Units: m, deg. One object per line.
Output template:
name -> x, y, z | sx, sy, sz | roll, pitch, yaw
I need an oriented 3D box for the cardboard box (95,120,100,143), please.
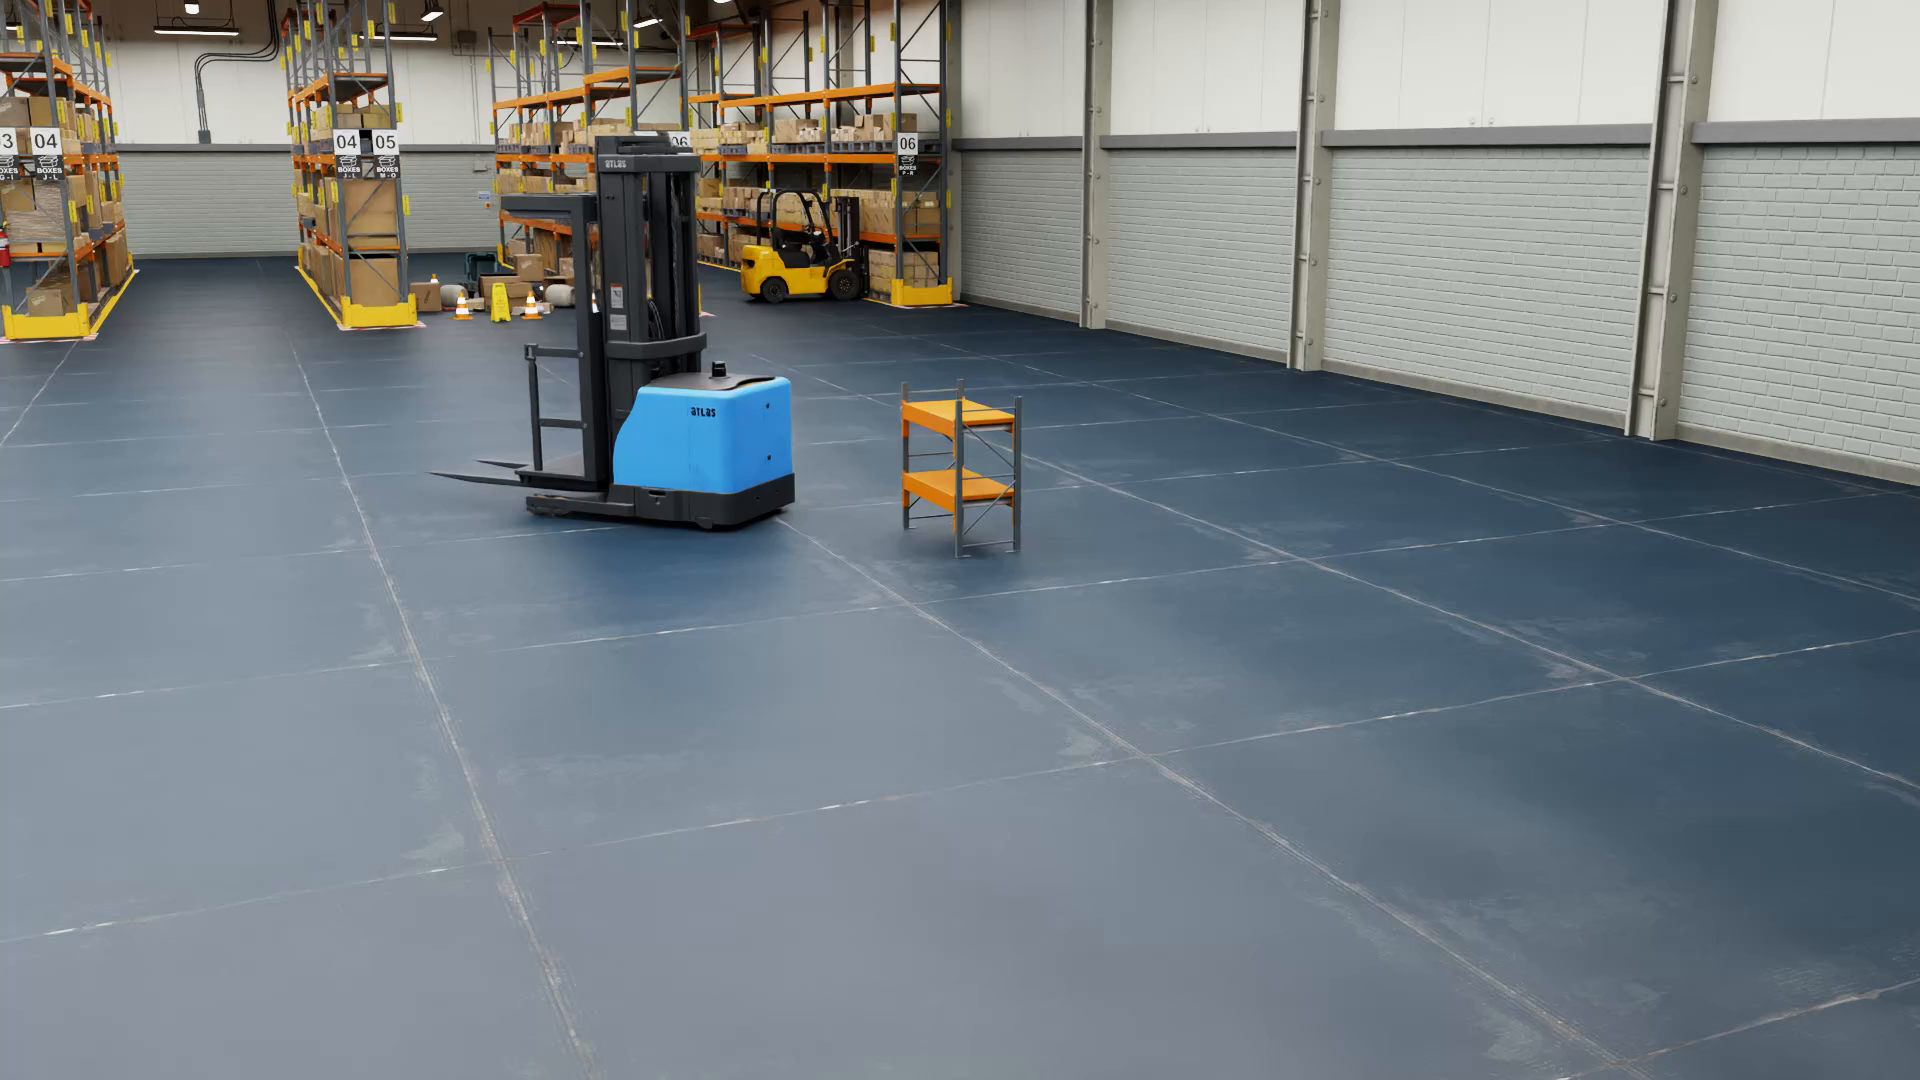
cardboard box -> -19.751, -9.173, 37.325 | 0.700, 0.500, 0.500 | -5, 14, -20

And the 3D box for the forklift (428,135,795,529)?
forklift -> -2.895, -1.706, 13.242 | 3.031, 2.935, 1.130 | 5, 14, 22

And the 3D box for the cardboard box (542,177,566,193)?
cardboard box -> -9.149, -7.935, 37.563 | 0.500, 0.500, 0.500 | -5, 14, -22

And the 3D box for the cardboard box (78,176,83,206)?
cardboard box -> -15.133, -5.895, 28.091 | 0.500, 0.500, 0.500 | -6, 14, -23

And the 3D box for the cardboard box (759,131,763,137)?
cardboard box -> -4.512, -9.546, 39.099 | 0.380, 0.149, 0.250 | -6, 14, -25

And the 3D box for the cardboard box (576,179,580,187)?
cardboard box -> -7.698, -7.369, 34.307 | 0.380, 0.149, 0.250 | -6, 14, -25

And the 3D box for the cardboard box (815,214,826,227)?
cardboard box -> -2.781, -6.841, 35.608 | 0.500, 0.250, 0.500 | -5, 14, -22

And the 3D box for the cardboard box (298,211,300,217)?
cardboard box -> -16.160, -8.067, 41.132 | 0.380, 0.149, 0.250 | -6, 14, -25

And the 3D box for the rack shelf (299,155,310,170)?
rack shelf -> -13.785, -8.267, 36.379 | 1.077, 0.370, 4.000 | -6, 14, -23

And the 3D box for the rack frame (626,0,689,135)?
rack frame -> -5.284, -8.481, 29.055 | 1.000, 3.000, 0.127 | -6, 14, -23

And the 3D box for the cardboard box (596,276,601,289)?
cardboard box -> -6.898, -5.103, 32.933 | 0.500, 0.250, 0.500 | -6, 14, -26

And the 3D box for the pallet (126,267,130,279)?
pallet -> -19.897, -6.200, 38.691 | 1.003, 0.211, 1.213 | -6, 14, -23

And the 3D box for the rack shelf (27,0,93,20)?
rack shelf -> -18.370, -10.920, 33.821 | 1.077, 0.370, 4.000 | -6, 14, -23

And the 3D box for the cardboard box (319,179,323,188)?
cardboard box -> -12.813, -7.185, 34.323 | 0.700, 0.500, 0.500 | -6, 14, -23

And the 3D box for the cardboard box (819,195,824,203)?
cardboard box -> -2.800, -7.300, 35.600 | 0.380, 0.149, 0.250 | -6, 14, -24

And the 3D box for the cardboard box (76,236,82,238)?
cardboard box -> -15.024, -5.038, 28.041 | 0.380, 0.149, 0.250 | -6, 14, -23

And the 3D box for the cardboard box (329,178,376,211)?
cardboard box -> -10.629, -6.100, 29.348 | 0.875, 0.550, 0.500 | -6, 14, -23

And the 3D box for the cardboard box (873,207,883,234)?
cardboard box -> -1.375, -6.242, 32.465 | 0.500, 0.500, 0.500 | -5, 14, -21

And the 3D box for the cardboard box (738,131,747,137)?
cardboard box -> -5.156, -9.809, 40.193 | 0.380, 0.149, 0.250 | -6, 14, -23

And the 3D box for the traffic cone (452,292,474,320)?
traffic cone -> -8.691, -4.092, 29.024 | 0.336, 0.463, 0.334 | -6, 14, -23

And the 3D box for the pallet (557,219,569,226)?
pallet -> -8.106, -6.980, 36.300 | 1.213, 0.211, 1.003 | -6, 14, -23

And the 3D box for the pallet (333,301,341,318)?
pallet -> -10.656, -4.141, 29.795 | 1.003, 0.211, 1.213 | -6, 14, -23

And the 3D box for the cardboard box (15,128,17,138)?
cardboard box -> -14.762, -6.275, 25.624 | 0.380, 0.149, 0.250 | -6, 14, -23

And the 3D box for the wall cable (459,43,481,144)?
wall cable -> -14.230, -12.936, 48.306 | 0.463, 3.000, 0.029 | -6, 14, -23

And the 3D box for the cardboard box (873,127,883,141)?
cardboard box -> -1.449, -7.852, 32.138 | 0.396, 0.266, 0.258 | -6, 14, -23

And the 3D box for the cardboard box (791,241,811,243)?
cardboard box -> -3.705, -6.577, 38.472 | 0.875, 0.625, 0.625 | -5, 14, -21

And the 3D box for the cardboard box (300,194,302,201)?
cardboard box -> -14.331, -7.551, 36.651 | 0.380, 0.149, 0.250 | -5, 14, -21

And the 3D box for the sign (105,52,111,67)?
sign -> -20.271, -11.431, 39.555 | 0.100, 0.325, 0.005 | -6, 14, -23

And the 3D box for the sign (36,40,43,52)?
sign -> -19.690, -10.552, 35.582 | 0.100, 0.325, 0.005 | -6, 14, -23

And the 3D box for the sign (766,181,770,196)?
sign -> -4.436, -8.134, 38.472 | 0.100, 0.325, 0.005 | -6, 14, -23

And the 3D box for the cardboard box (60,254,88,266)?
cardboard box -> -17.051, -5.433, 32.097 | 0.500, 0.250, 0.500 | -4, 14, -17

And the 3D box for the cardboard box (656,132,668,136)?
cardboard box -> -5.241, -7.219, 29.930 | 0.500, 0.250, 0.500 | -6, 14, -24

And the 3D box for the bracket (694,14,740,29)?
bracket -> -6.521, -13.974, 44.807 | 0.076, 0.066, 4.783 | -6, 14, -23

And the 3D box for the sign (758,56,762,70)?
sign -> -5.038, -11.993, 41.806 | 0.100, 0.325, 0.005 | -6, 14, -23

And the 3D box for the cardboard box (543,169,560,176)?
cardboard box -> -9.980, -8.978, 40.630 | 0.380, 0.149, 0.250 | -6, 14, -24

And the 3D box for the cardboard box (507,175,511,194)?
cardboard box -> -11.135, -8.960, 41.991 | 0.500, 0.500, 0.500 | -6, 14, -23

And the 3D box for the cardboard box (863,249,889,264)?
cardboard box -> -1.629, -5.634, 33.012 | 0.500, 0.250, 0.500 | -5, 14, -22

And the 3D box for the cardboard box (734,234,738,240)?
cardboard box -> -5.463, -7.641, 41.905 | 0.380, 0.149, 0.250 | -6, 14, -25

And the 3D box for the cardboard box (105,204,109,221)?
cardboard box -> -17.931, -6.701, 34.450 | 0.500, 0.500, 0.500 | -6, 14, -24

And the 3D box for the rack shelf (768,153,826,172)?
rack shelf -> -3.141, -8.358, 36.771 | 1.077, 0.370, 4.000 | -6, 14, -23

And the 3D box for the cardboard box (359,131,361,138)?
cardboard box -> -10.634, -7.304, 30.028 | 0.380, 0.149, 0.250 | -6, 14, -23

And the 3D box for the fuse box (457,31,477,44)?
fuse box -> -14.195, -14.480, 47.879 | 0.513, 0.334, 0.176 | -6, 14, -23

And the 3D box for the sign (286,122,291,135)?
sign -> -16.686, -10.234, 41.344 | 0.100, 0.325, 0.005 | -6, 14, -23

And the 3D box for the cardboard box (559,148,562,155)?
cardboard box -> -8.518, -8.469, 36.216 | 0.380, 0.149, 0.250 | -6, 14, -23

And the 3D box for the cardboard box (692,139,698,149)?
cardboard box -> -6.803, -10.520, 44.190 | 0.500, 0.250, 0.500 | -6, 14, -25

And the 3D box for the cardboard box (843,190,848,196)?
cardboard box -> -2.177, -7.090, 34.032 | 0.380, 0.149, 0.250 | -5, 14, -22

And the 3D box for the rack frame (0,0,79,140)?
rack frame -> -15.967, -8.412, 28.759 | 1.000, 3.000, 0.127 | -6, 14, -23

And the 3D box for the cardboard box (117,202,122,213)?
cardboard box -> -20.134, -7.859, 39.348 | 0.500, 0.250, 0.500 | -6, 14, -24

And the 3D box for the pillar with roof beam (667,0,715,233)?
pillar with roof beam -> -11.346, -12.485, 46.357 | 9.100, 9.000, 0.548 | -6, 14, -23

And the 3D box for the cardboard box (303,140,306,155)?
cardboard box -> -13.854, -8.554, 35.801 | 0.500, 0.500, 0.500 | -6, 14, -23

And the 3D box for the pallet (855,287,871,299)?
pallet -> -1.567, -5.055, 33.740 | 1.003, 0.211, 1.213 | -6, 14, -23

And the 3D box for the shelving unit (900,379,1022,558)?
shelving unit -> -0.003, -0.549, 12.249 | 0.538, 1.125, 1.048 | -6, 14, -23
